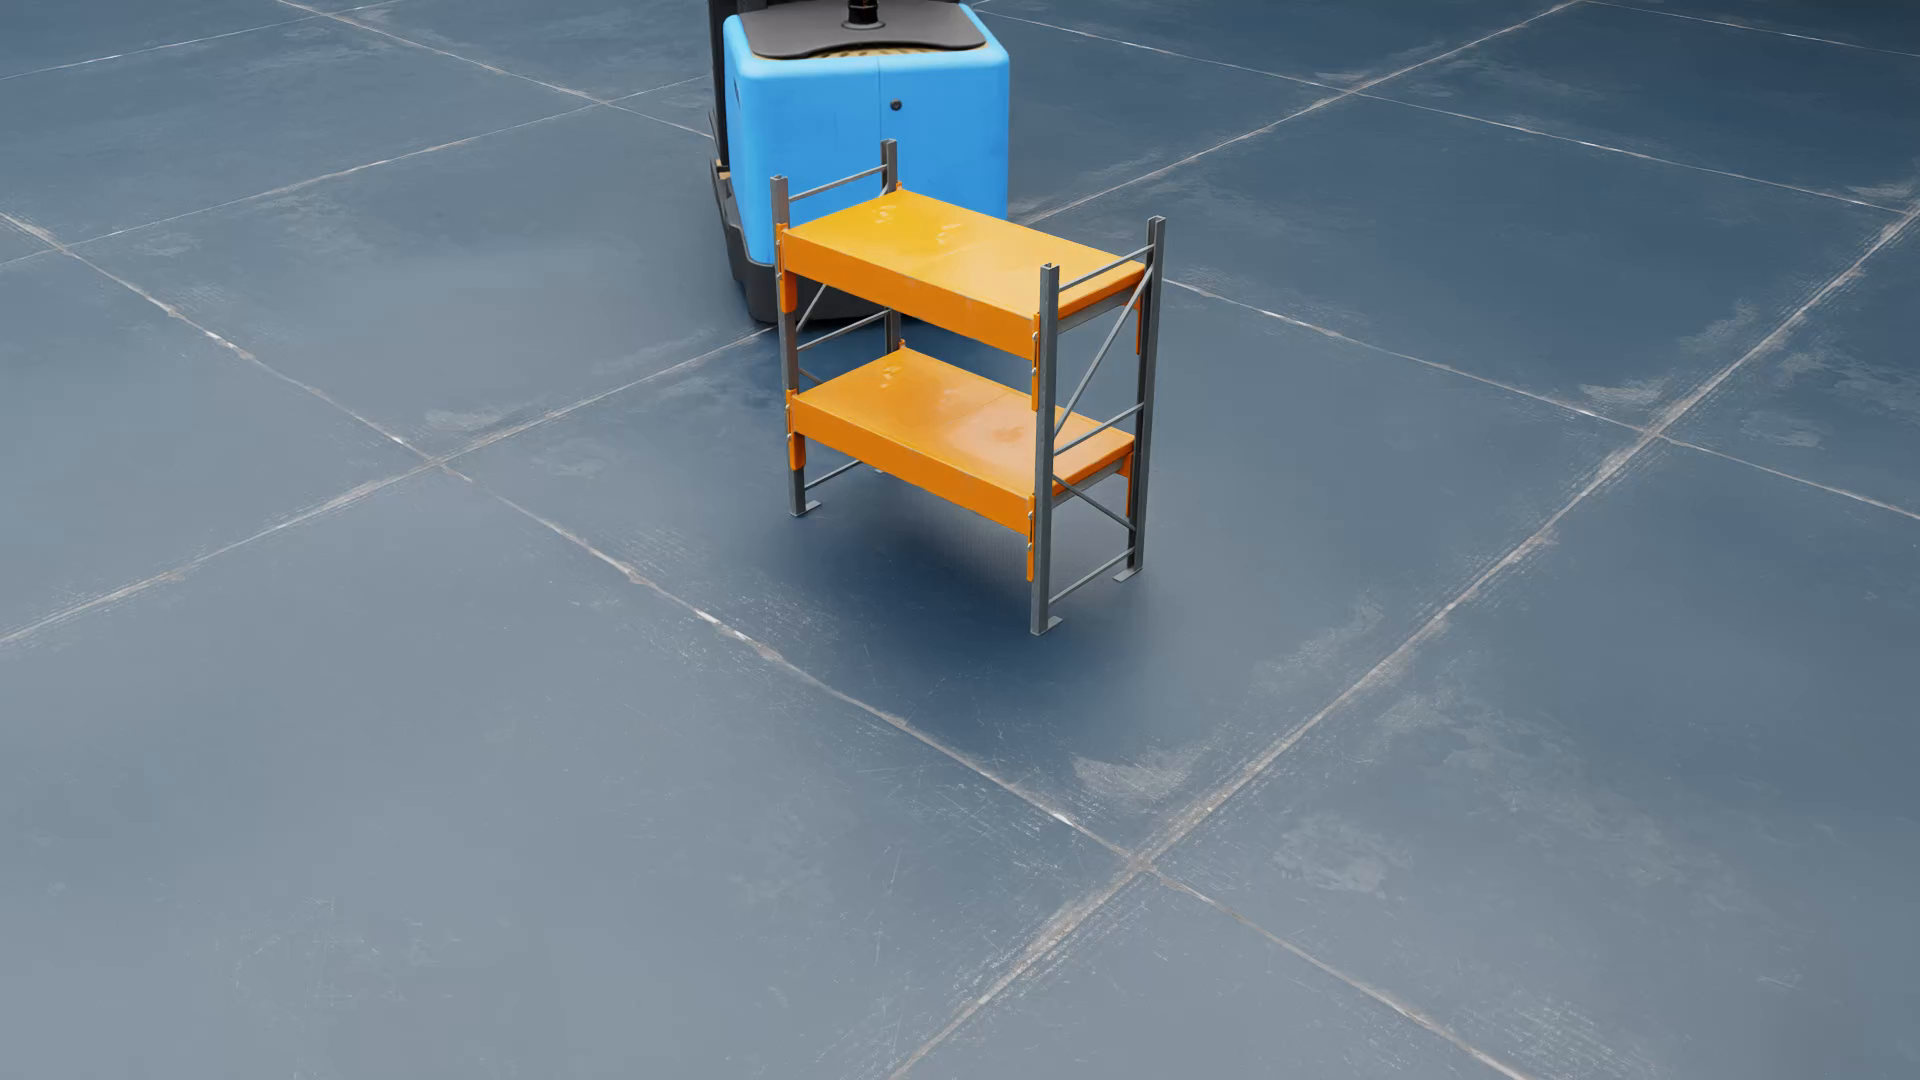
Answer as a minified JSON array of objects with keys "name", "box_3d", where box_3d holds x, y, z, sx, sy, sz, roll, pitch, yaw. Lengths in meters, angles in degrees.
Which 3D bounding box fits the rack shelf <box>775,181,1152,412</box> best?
[{"name":"rack shelf","box_3d":[0.005,-0.730,4.805,1.000,0.278,0.538,25,39,35]}]

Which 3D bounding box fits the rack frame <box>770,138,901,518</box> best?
[{"name":"rack frame","box_3d":[-0.372,-0.656,5.248,0.032,1.125,0.500,25,39,35]}]

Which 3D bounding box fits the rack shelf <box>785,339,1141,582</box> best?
[{"name":"rack shelf","box_3d":[0.005,-0.270,5.082,1.000,0.278,0.538,25,39,35]}]

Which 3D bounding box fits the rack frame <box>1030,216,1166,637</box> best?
[{"name":"rack frame","box_3d":[0.382,-0.304,4.664,0.032,1.125,0.500,25,39,35]}]

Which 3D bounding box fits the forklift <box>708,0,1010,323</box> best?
[{"name":"forklift","box_3d":[-0.591,-2.854,7.150,1.130,2.935,3.031,-6,32,-10]}]

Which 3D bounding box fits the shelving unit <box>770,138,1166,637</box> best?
[{"name":"shelving unit","box_3d":[0.005,-0.480,4.956,1.048,1.125,0.538,25,39,35]}]
